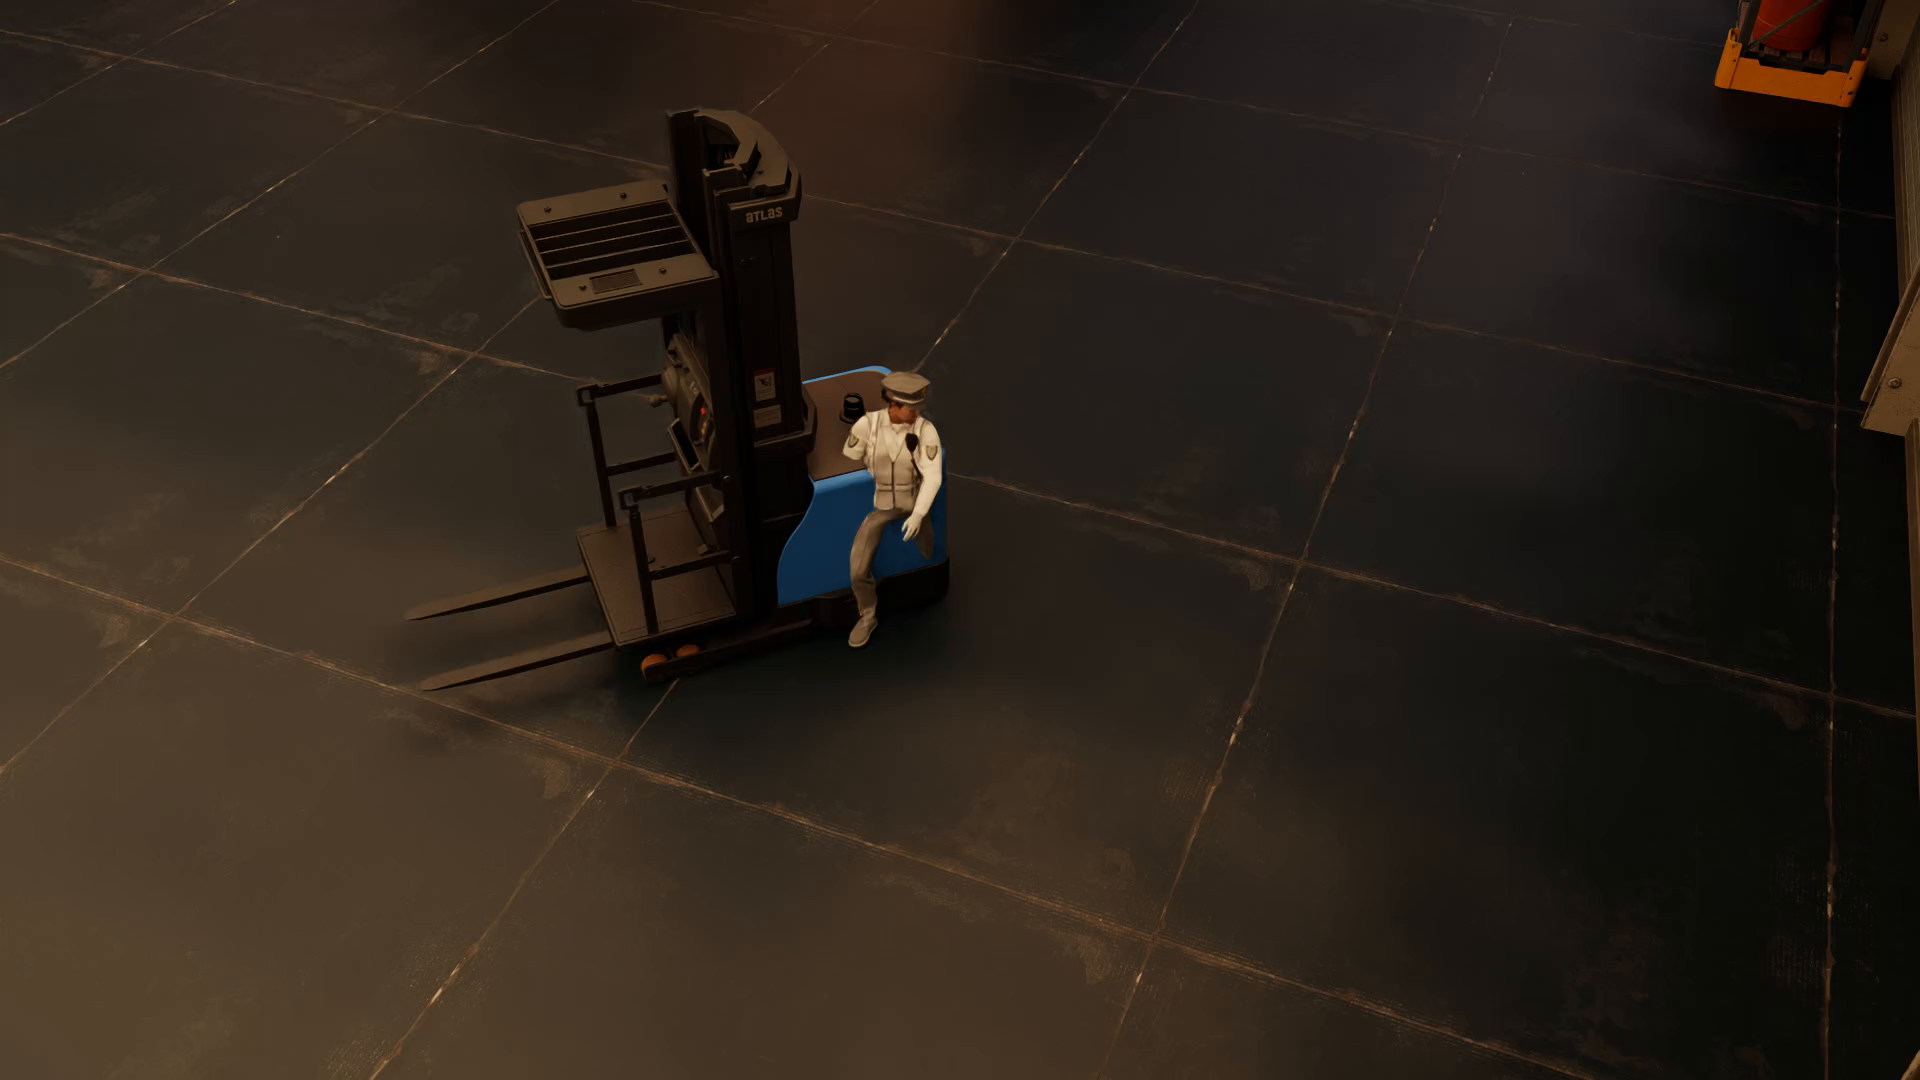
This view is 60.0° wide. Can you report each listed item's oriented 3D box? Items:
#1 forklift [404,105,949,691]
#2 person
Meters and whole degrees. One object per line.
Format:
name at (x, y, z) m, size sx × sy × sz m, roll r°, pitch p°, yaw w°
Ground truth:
forklift at (-1.631, -0.709, 8.854) m, size 3.031 × 2.935 × 1.130 m, roll -15°, pitch 42°, yaw -17°
person at (-0.430, -0.176, 9.279) m, size 0.666 × 1.582 × 0.782 m, roll -4°, pitch 40°, yaw -5°
